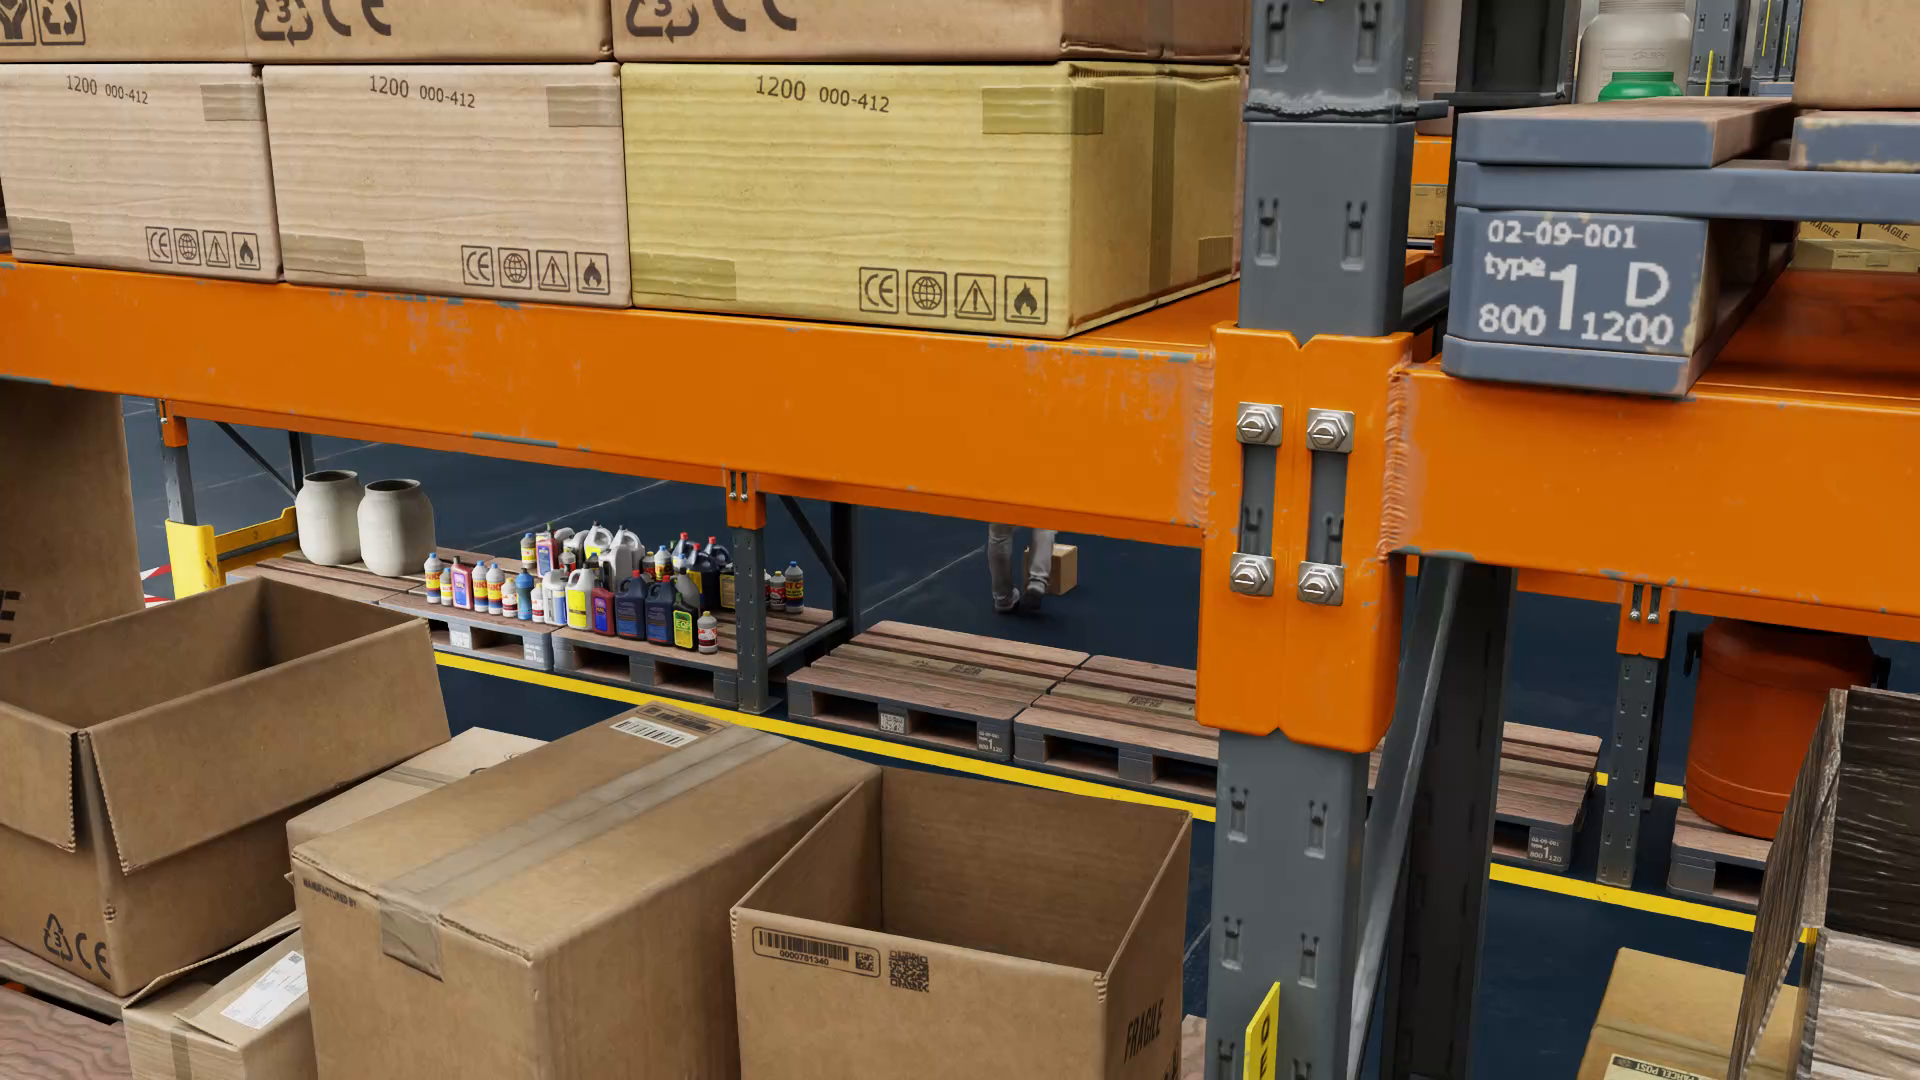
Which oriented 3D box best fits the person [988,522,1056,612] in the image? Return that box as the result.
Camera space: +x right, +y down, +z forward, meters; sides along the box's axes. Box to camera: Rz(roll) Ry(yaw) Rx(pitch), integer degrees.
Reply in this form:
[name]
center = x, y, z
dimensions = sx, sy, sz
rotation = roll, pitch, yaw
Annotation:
[person]
center = 0.323, -0.444, 9.540
dimensions = 0.590, 1.765, 0.467
rotation = 4, 16, 14
